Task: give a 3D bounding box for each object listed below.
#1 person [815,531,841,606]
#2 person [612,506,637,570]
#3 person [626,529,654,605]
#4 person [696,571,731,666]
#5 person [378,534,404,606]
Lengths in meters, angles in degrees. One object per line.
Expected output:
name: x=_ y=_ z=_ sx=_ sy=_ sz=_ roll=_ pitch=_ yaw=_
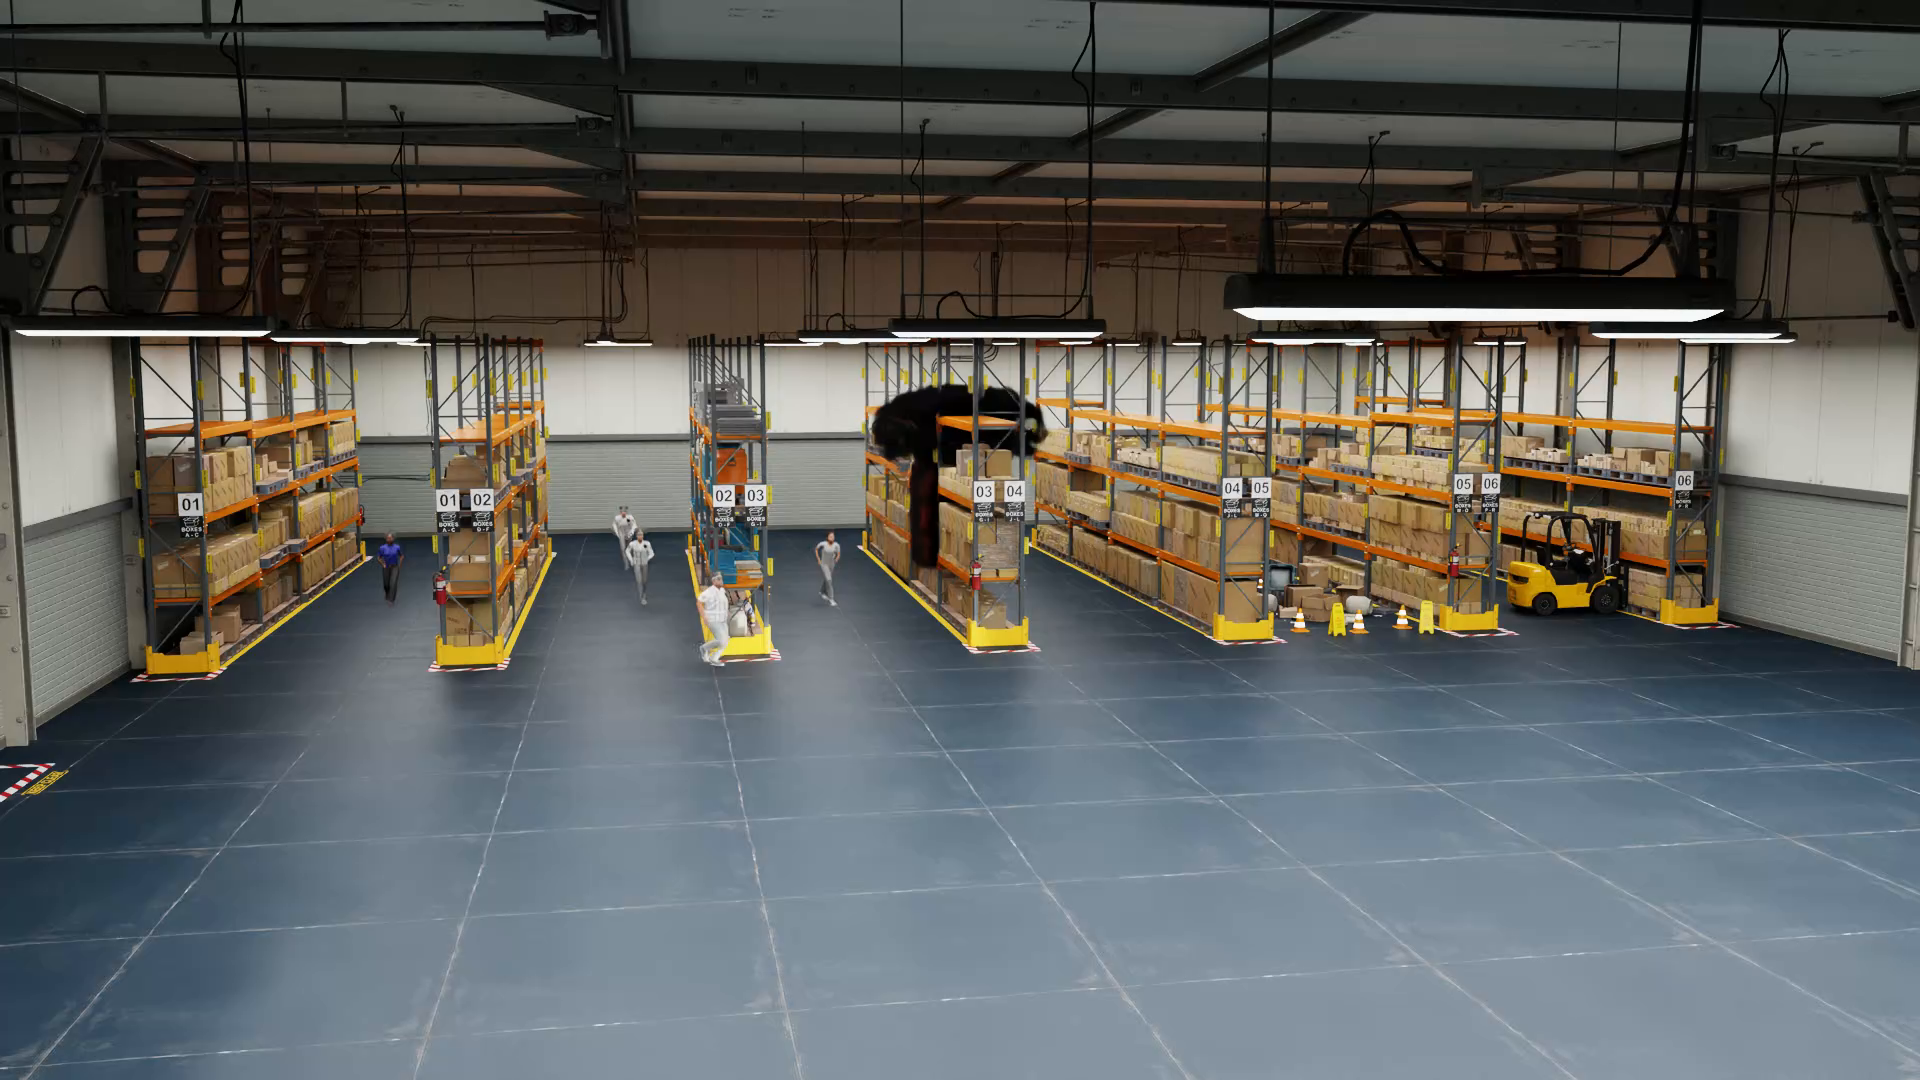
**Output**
person: x=-2.989 y=0.608 z=37.498 sx=0.566 sy=1.672 sz=0.951 roll=-3 pitch=7 yaw=-25
person: x=-8.810 y=-0.083 z=43.709 sx=0.619 sy=1.682 sz=0.988 roll=-2 pitch=7 yaw=-14
person: x=-7.243 y=0.579 z=37.677 sx=0.626 sy=1.687 sz=0.808 roll=-2 pitch=7 yaw=-16
person: x=-4.406 y=1.423 z=30.088 sx=0.555 sy=1.718 sz=0.675 roll=3 pitch=7 yaw=25
person: x=-12.765 y=0.652 z=37.322 sx=0.562 sy=1.609 sz=0.589 roll=-2 pitch=7 yaw=-20
